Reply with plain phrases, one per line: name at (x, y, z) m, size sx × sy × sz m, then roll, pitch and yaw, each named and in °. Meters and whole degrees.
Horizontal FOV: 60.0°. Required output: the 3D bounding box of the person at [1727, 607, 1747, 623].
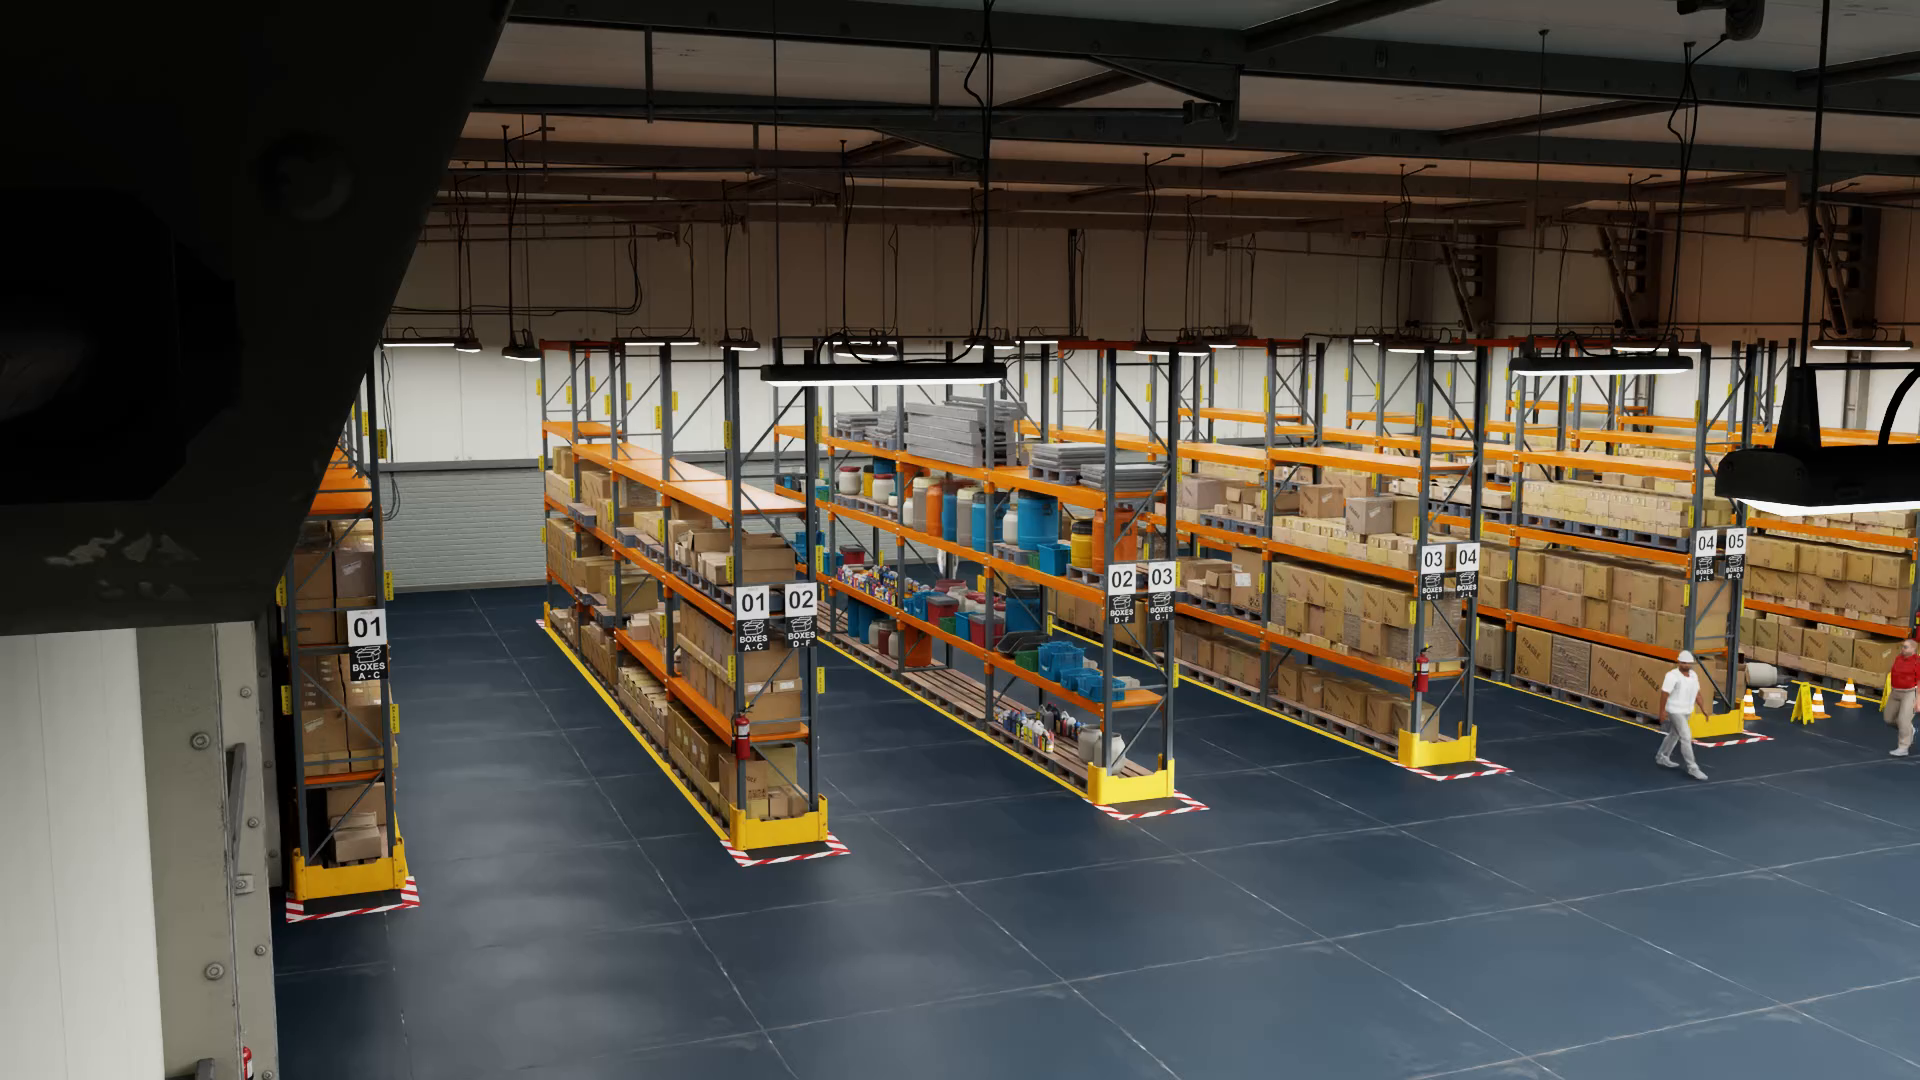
person at (16.402, 0.997, 35.001) m, size 0.488 × 1.668 × 0.701 m, roll -5°, pitch 9°, yaw -34°

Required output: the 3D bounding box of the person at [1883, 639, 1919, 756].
person at (13.935, 2.292, 24.439) m, size 0.688 × 1.704 × 0.546 m, roll -3°, pitch 8°, yaw -23°

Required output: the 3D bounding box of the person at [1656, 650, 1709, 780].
person at (10.199, 2.419, 23.387) m, size 0.599 × 1.741 × 0.888 m, roll -5°, pitch 9°, yaw -32°

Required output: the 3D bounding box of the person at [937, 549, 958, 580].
person at (-0.261, 0.600, 37.704) m, size 0.511 × 1.604 × 1.029 m, roll -1°, pitch 8°, yaw -10°
